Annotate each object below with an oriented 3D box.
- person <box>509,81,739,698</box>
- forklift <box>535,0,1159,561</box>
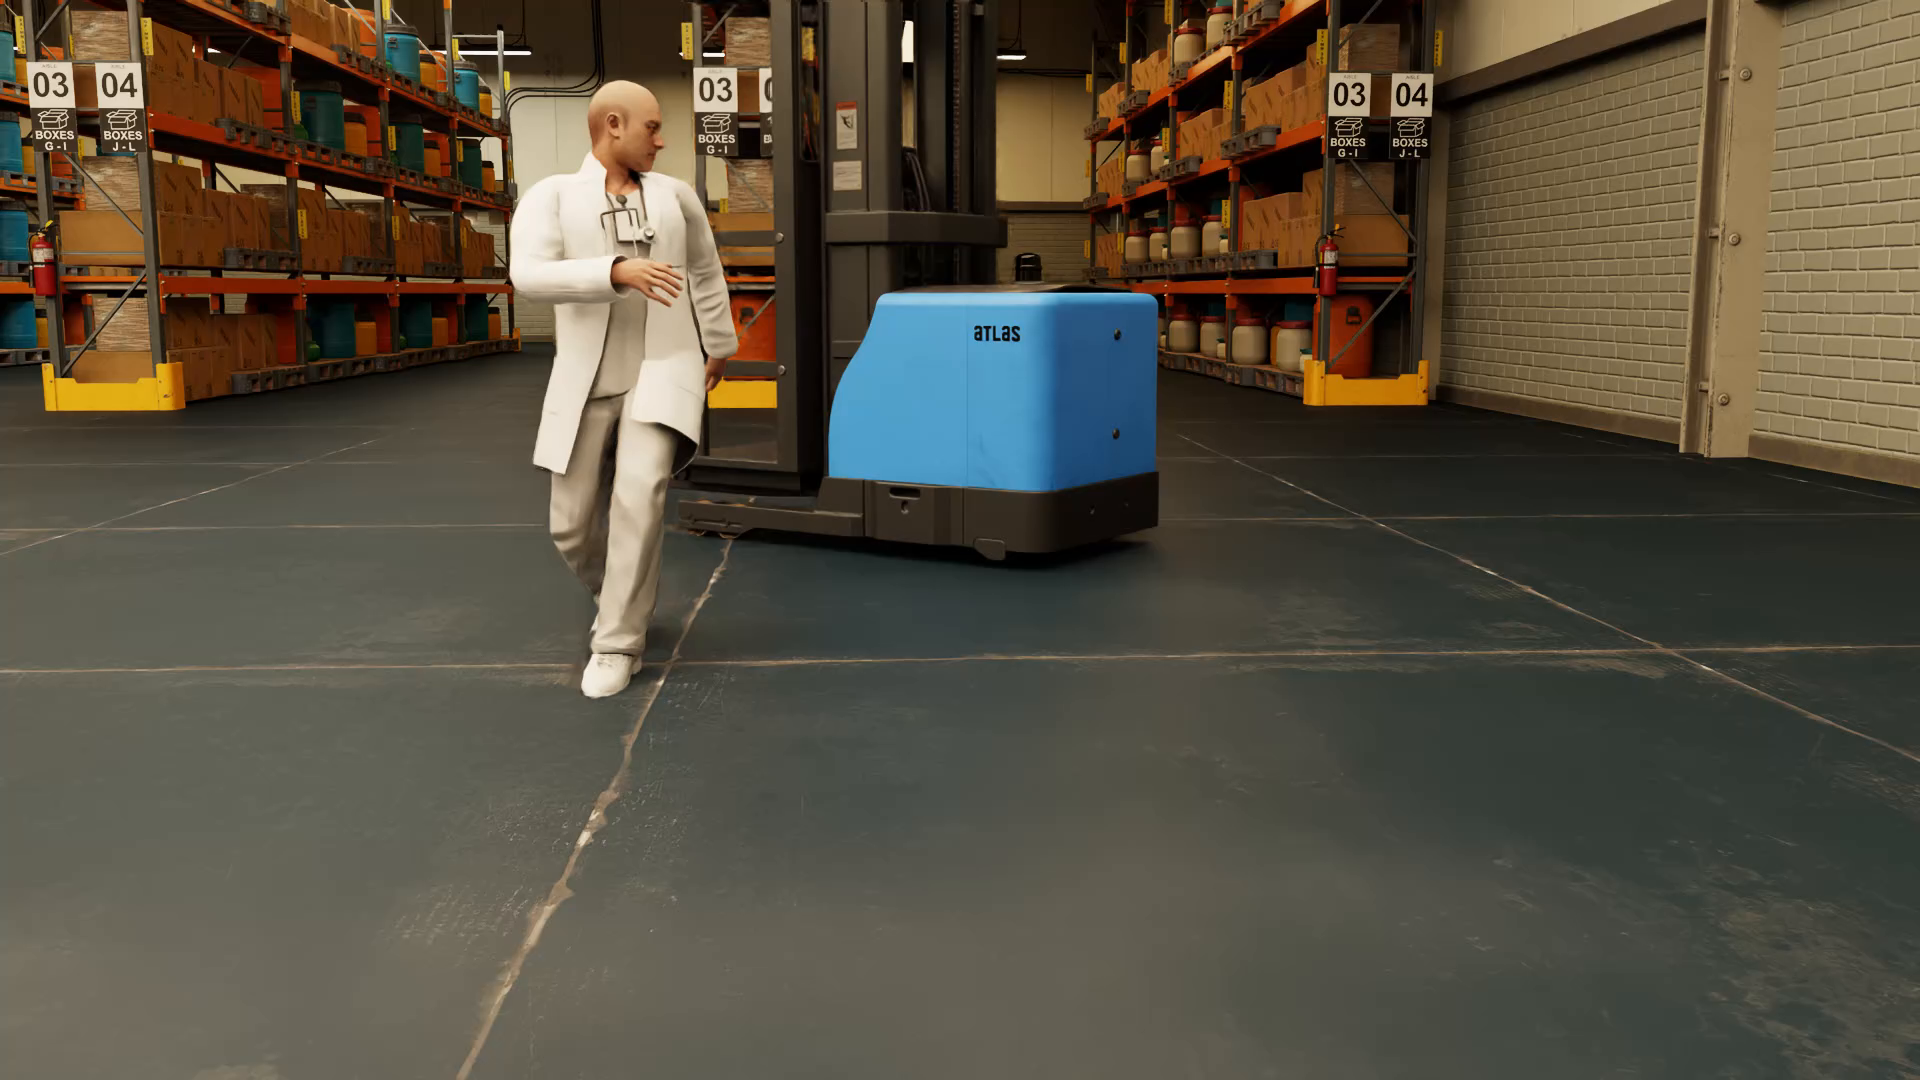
[{"bbox_3d":[-0.960,-0.465,4.826,0.619,1.694,0.973,-1,8,-6],"label":"person"},{"bbox_3d":[-0.650,-1.507,7.477,3.031,2.935,1.130,5,10,33],"label":"forklift"}]
